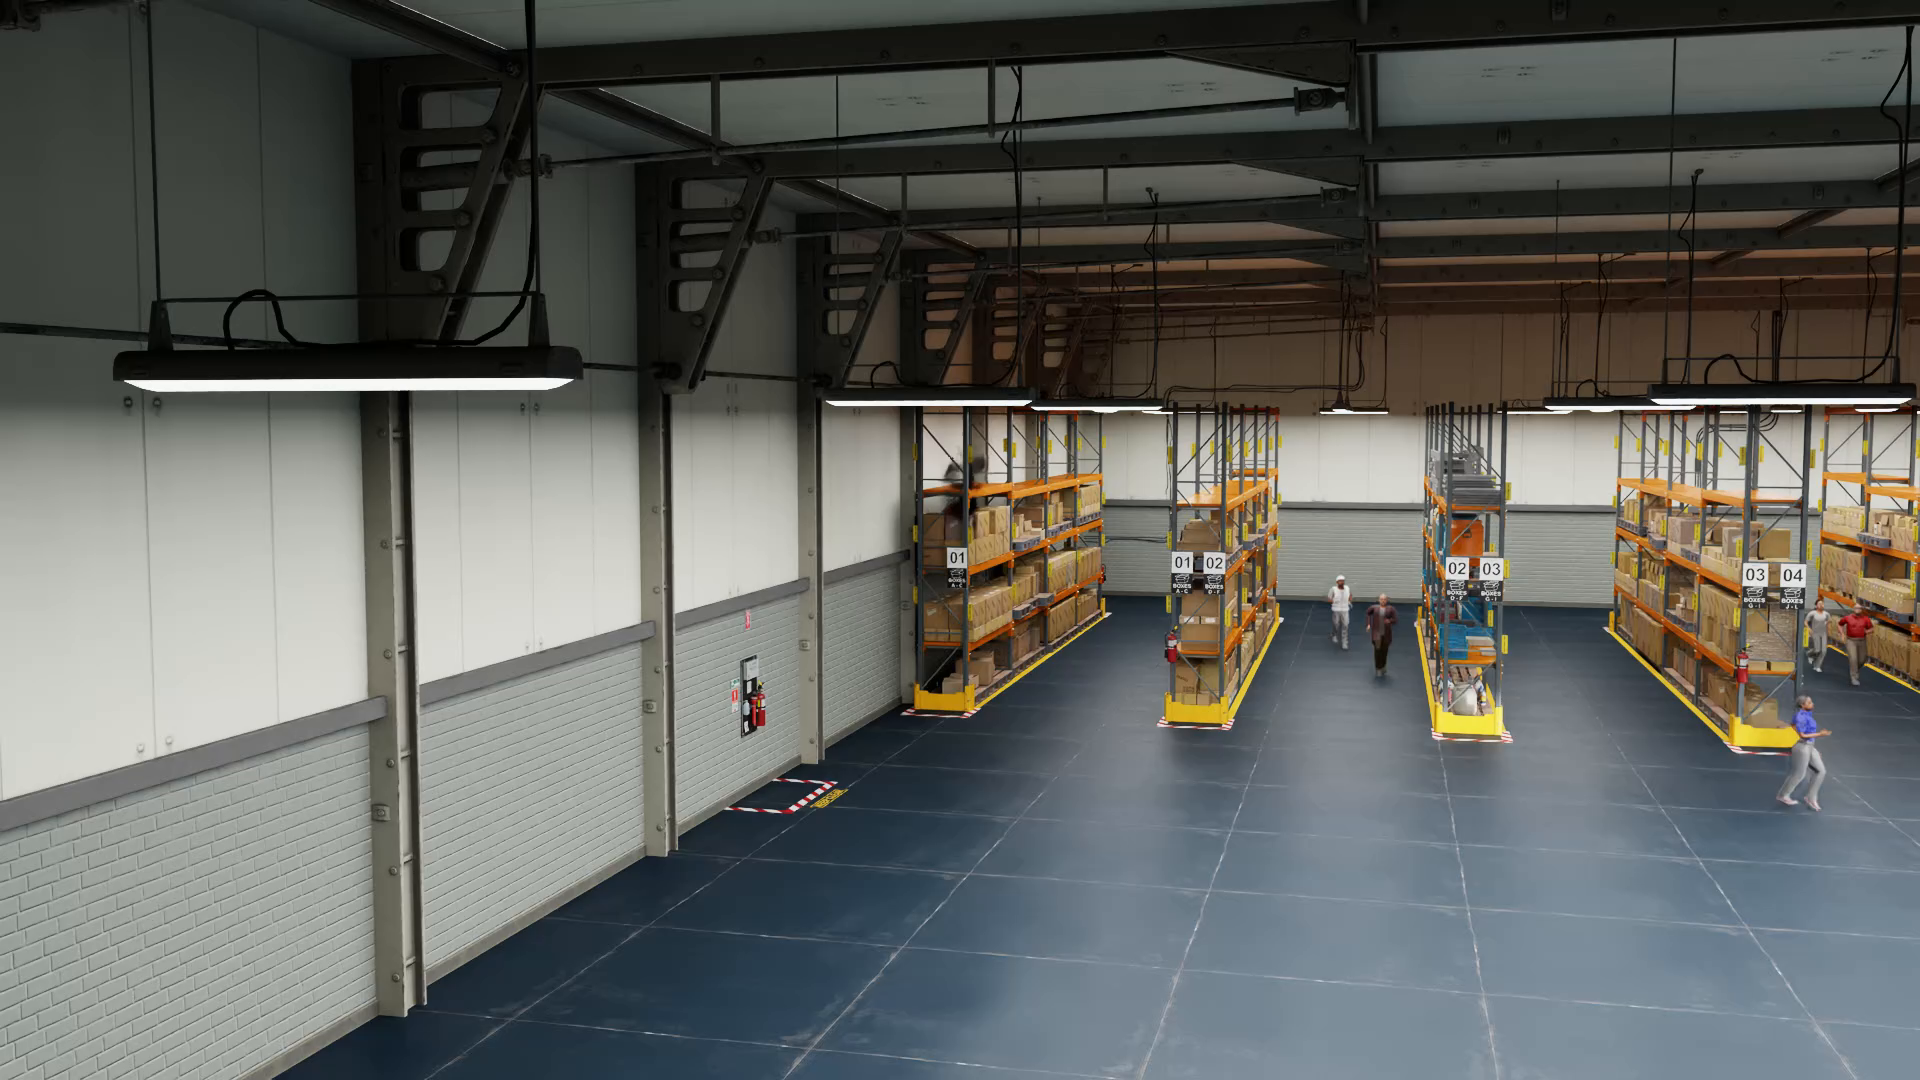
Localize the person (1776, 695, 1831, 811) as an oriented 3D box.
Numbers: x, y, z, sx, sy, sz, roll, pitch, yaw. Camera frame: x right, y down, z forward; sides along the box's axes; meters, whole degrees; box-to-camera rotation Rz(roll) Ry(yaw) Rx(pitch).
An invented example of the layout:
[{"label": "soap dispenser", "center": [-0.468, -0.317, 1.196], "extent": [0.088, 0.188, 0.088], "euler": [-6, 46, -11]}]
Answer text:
[{"label": "person", "center": [12.328, 3.111, 24.266], "extent": [0.702, 1.713, 0.555], "euler": [4, 6, 42]}]

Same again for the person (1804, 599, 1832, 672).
[{"label": "person", "center": [19.373, 2.148, 37.536], "extent": [0.565, 1.629, 0.573], "euler": [1, 4, 7]}]

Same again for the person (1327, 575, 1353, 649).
[{"label": "person", "center": [9.421, 1.763, 41.171], "extent": [0.681, 1.775, 0.982], "euler": [0, 4, -1]}]

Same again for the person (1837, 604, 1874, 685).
[{"label": "person", "center": [19.244, 2.217, 35.713], "extent": [0.672, 1.701, 0.963], "euler": [1, 4, 14]}]

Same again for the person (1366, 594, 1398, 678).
[{"label": "person", "center": [9.356, 2.112, 36.856], "extent": [0.666, 1.847, 0.937], "euler": [1, 4, 9]}]
